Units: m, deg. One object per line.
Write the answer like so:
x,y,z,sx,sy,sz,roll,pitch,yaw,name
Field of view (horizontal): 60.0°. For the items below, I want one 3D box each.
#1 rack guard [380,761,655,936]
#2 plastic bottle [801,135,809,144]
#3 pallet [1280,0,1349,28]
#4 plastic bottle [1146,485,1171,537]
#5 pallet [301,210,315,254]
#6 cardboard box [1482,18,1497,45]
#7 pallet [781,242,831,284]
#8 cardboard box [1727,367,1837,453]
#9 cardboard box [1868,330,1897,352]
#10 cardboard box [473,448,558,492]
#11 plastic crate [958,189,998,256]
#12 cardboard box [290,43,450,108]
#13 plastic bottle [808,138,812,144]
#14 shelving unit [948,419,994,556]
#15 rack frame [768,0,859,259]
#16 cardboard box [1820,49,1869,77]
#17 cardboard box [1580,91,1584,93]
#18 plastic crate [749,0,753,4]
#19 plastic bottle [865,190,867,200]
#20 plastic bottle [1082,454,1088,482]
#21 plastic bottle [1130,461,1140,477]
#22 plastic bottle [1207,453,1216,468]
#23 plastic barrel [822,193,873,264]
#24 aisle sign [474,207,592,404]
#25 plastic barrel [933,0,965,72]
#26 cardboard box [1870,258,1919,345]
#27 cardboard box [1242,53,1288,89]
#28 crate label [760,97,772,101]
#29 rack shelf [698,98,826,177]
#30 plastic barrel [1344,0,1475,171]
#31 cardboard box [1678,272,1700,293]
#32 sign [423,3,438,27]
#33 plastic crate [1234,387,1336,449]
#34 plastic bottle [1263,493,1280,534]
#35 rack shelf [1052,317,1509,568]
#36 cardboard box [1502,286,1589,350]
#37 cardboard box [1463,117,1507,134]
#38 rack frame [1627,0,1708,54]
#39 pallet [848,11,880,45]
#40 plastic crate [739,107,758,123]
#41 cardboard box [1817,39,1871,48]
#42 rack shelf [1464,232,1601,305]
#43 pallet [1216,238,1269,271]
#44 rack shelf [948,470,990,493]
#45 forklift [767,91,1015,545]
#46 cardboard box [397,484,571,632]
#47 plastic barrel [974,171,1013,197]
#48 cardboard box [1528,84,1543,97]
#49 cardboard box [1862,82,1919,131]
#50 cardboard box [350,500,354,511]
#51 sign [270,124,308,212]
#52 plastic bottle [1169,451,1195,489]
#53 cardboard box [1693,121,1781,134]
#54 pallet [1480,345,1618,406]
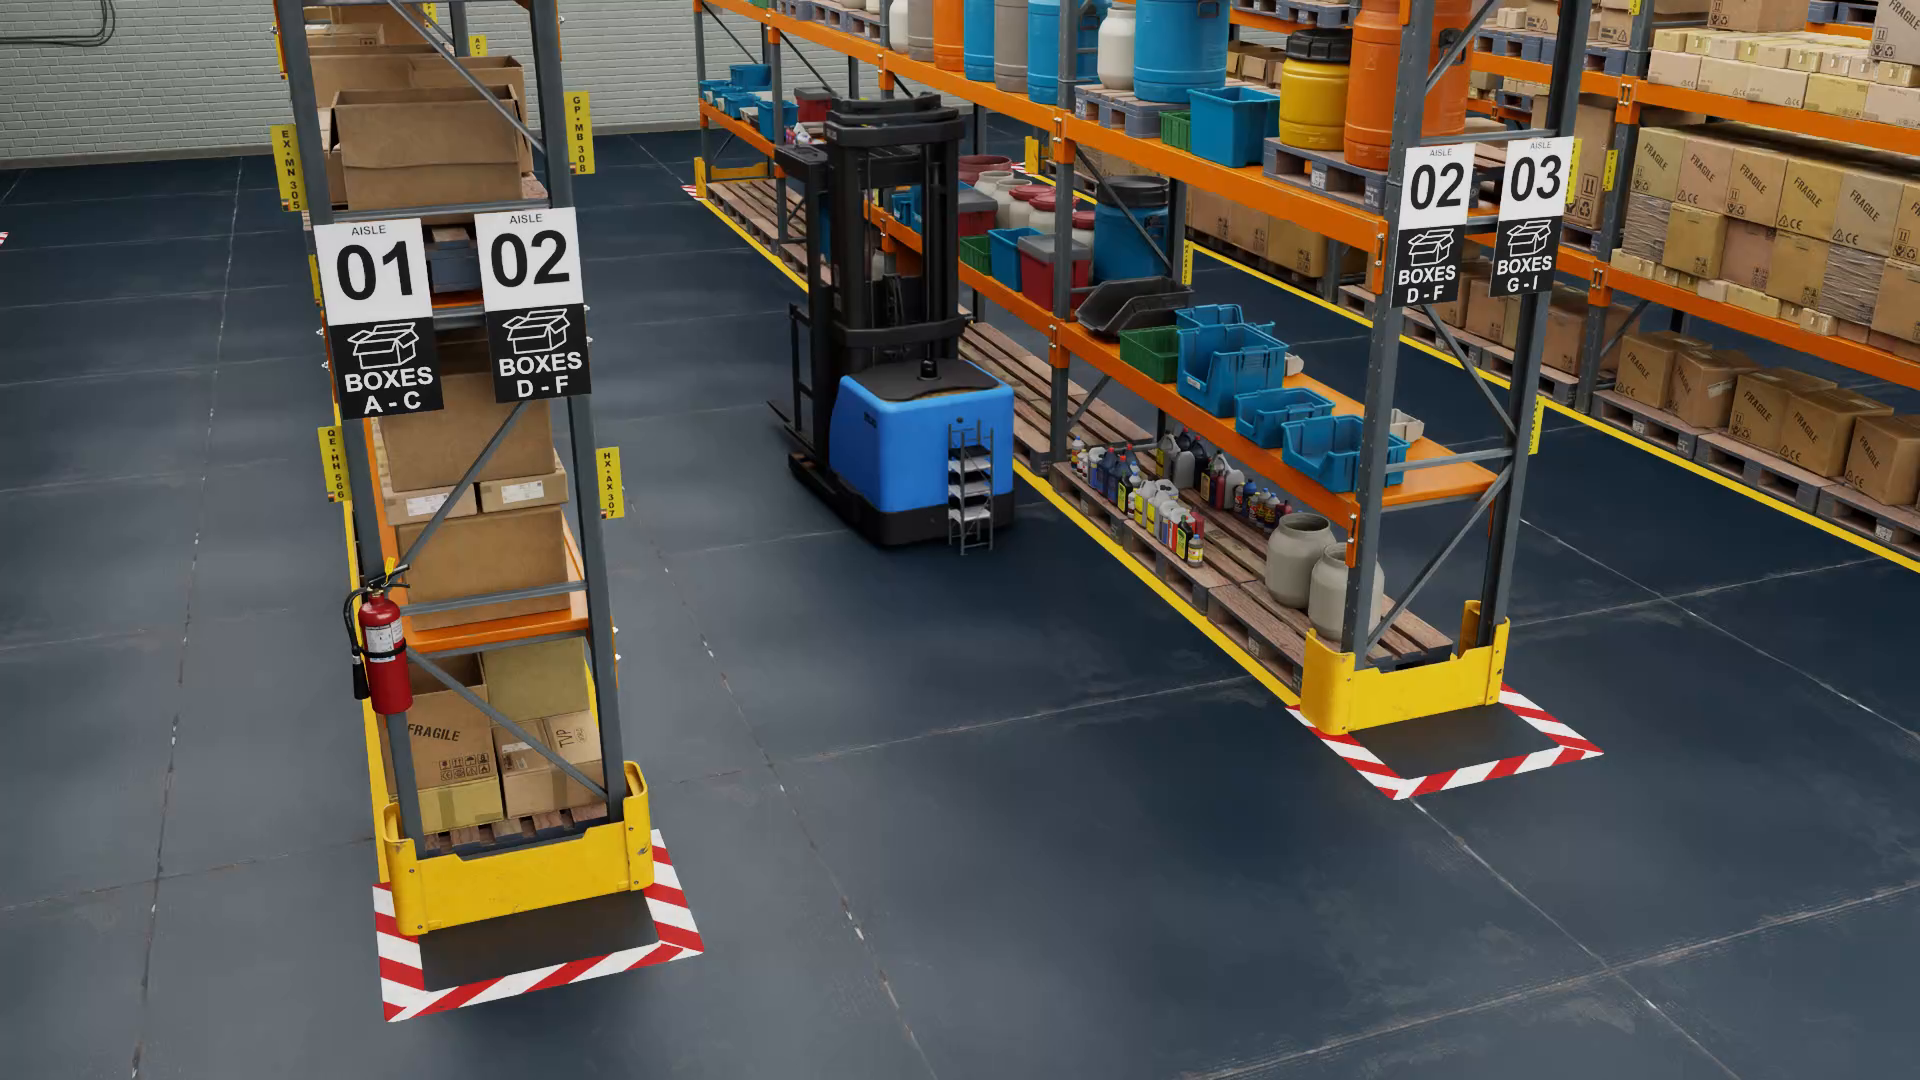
-2.041,1.423,7.731,1.175,0.500,0.348,-8,24,-19,rack guard
-1.702,-4.318,18.298,0.097,0.271,0.097,0,23,0,plastic bottle
4.116,-5.524,17.376,1.213,0.211,1.003,-7,24,-17,pallet
1.352,-0.211,11.232,0.144,0.351,0.185,-7,24,-17,plastic bottle
-5.181,-2.793,14.761,1.213,0.211,1.003,-8,24,-19,pallet
4.693,-4.738,15.460,0.500,0.250,0.500,-8,24,-18,cardboard box
-1.420,-3.205,19.083,1.003,0.211,1.213,-8,24,-19,pallet
6.412,-1.018,12.981,0.500,0.500,0.500,-11,25,-24,cardboard box
6.578,-1.419,11.579,0.380,0.149,0.250,-8,24,-19,cardboard box
-2.083,-0.351,7.756,0.380,0.149,0.250,-9,24,-20,cardboard box
0.044,-2.723,14.267,0.402,0.464,0.583,-8,24,-19,plastic crate
-2.999,-2.263,8.542,0.797,0.503,0.637,-6,24,-13,cardboard box
-1.609,-4.208,18.022,0.061,0.283,0.133,-8,24,-19,plastic bottle
0.074,-0.359,11.443,0.258,0.900,0.210,-10,25,-23,shelving unit
-1.654,-4.776,19.220,1.000,3.000,0.127,-8,24,-19,rack frame
6.252,-3.328,11.602,0.380,0.149,0.250,-8,24,-18,cardboard box
7.833,-5.632,20.651,0.380,0.149,0.250,-9,24,-20,cardboard box
-2.274,-6.368,19.351,0.416,0.233,0.300,-8,24,-19,plastic crate
-0.888,-3.448,16.325,0.097,0.201,0.097,0,23,0,plastic bottle
0.947,-0.533,12.189,0.097,0.201,0.097,0,23,0,plastic bottle
1.234,-0.429,11.851,0.097,0.271,0.097,0,23,0,plastic bottle
1.834,-0.503,12.012,0.061,0.283,0.133,-7,24,-15,plastic bottle
-1.227,-3.546,18.461,0.600,0.901,0.708,-8,24,-19,plastic barrel
-1.740,-0.954,6.804,0.394,0.787,0.004,-8,24,-19,aisle sign
0.078,-4.337,13.763,0.600,0.830,0.708,-8,24,-19,plastic barrel
6.762,-1.648,11.286,0.875,0.500,0.500,-8,24,-19,cardboard box
3.679,-5.259,18.944,0.797,0.503,0.637,-8,24,-17,cardboard box
-2.399,-5.659,21.577,0.396,0.136,0.243,-8,24,-19,crate label
-2.360,-5.172,21.084,1.077,0.370,4.000,-8,24,-19,rack shelf
2.295,-2.349,8.505,0.600,0.830,0.708,-8,24,-19,plastic barrel
5.888,-2.045,13.063,0.380,0.149,0.250,-8,24,-19,cardboard box
-4.354,-4.375,13.638,0.100,0.325,0.005,-8,24,-19,sign
1.905,-0.725,9.800,0.499,0.251,0.408,-8,24,-19,plastic crate
2.116,-0.188,11.280,0.097,0.271,0.097,0,23,0,plastic bottle
1.879,-0.811,10.739,1.077,0.370,4.000,-8,24,-19,rack shelf
5.459,-2.002,15.290,0.700,0.500,0.500,-8,24,-19,cardboard box
4.912,-3.862,16.382,0.700,0.500,0.500,-5,23,-11,cardboard box
5.806,-5.314,12.771,1.000,3.000,0.127,-8,24,-19,rack frame
-0.419,-4.910,15.917,1.003,0.211,1.213,-8,24,-19,pallet
-2.550,-5.274,20.663,0.293,0.136,0.466,-8,24,-19,plastic crate
6.514,-3.578,12.195,0.380,0.149,0.250,-7,24,-17,cardboard box
5.100,-2.944,15.800,1.077,0.370,4.000,-8,24,-19,rack shelf
3.758,-3.457,19.680,1.003,0.211,1.213,-8,24,-19,pallet
0.074,-0.411,11.421,0.258,0.077,0.200,-10,25,-23,rack shelf
-0.686,-1.854,12.375,1.130,2.935,3.031,-10,25,-23,forklift
-2.203,0.045,7.653,0.700,0.500,0.500,-8,24,-19,cardboard box
0.323,-3.030,14.933,0.421,0.512,0.421,0,23,0,plastic barrel
7.553,-5.780,21.384,0.380,0.149,0.250,-8,24,-19,cardboard box
6.459,-2.918,11.141,0.500,0.250,0.500,-8,24,-18,cardboard box
-3.408,-0.071,10.091,0.500,0.500,0.500,-8,24,-19,cardboard box
-2.562,-1.422,6.362,0.100,0.325,0.005,-8,24,-19,sign
1.608,-0.524,12.070,0.152,0.276,0.135,-8,24,-19,plastic bottle
6.223,-3.067,13.366,0.500,0.500,0.500,-8,24,-19,cardboard box
5.530,-1.547,15.148,1.003,0.211,1.213,-8,24,-19,pallet
